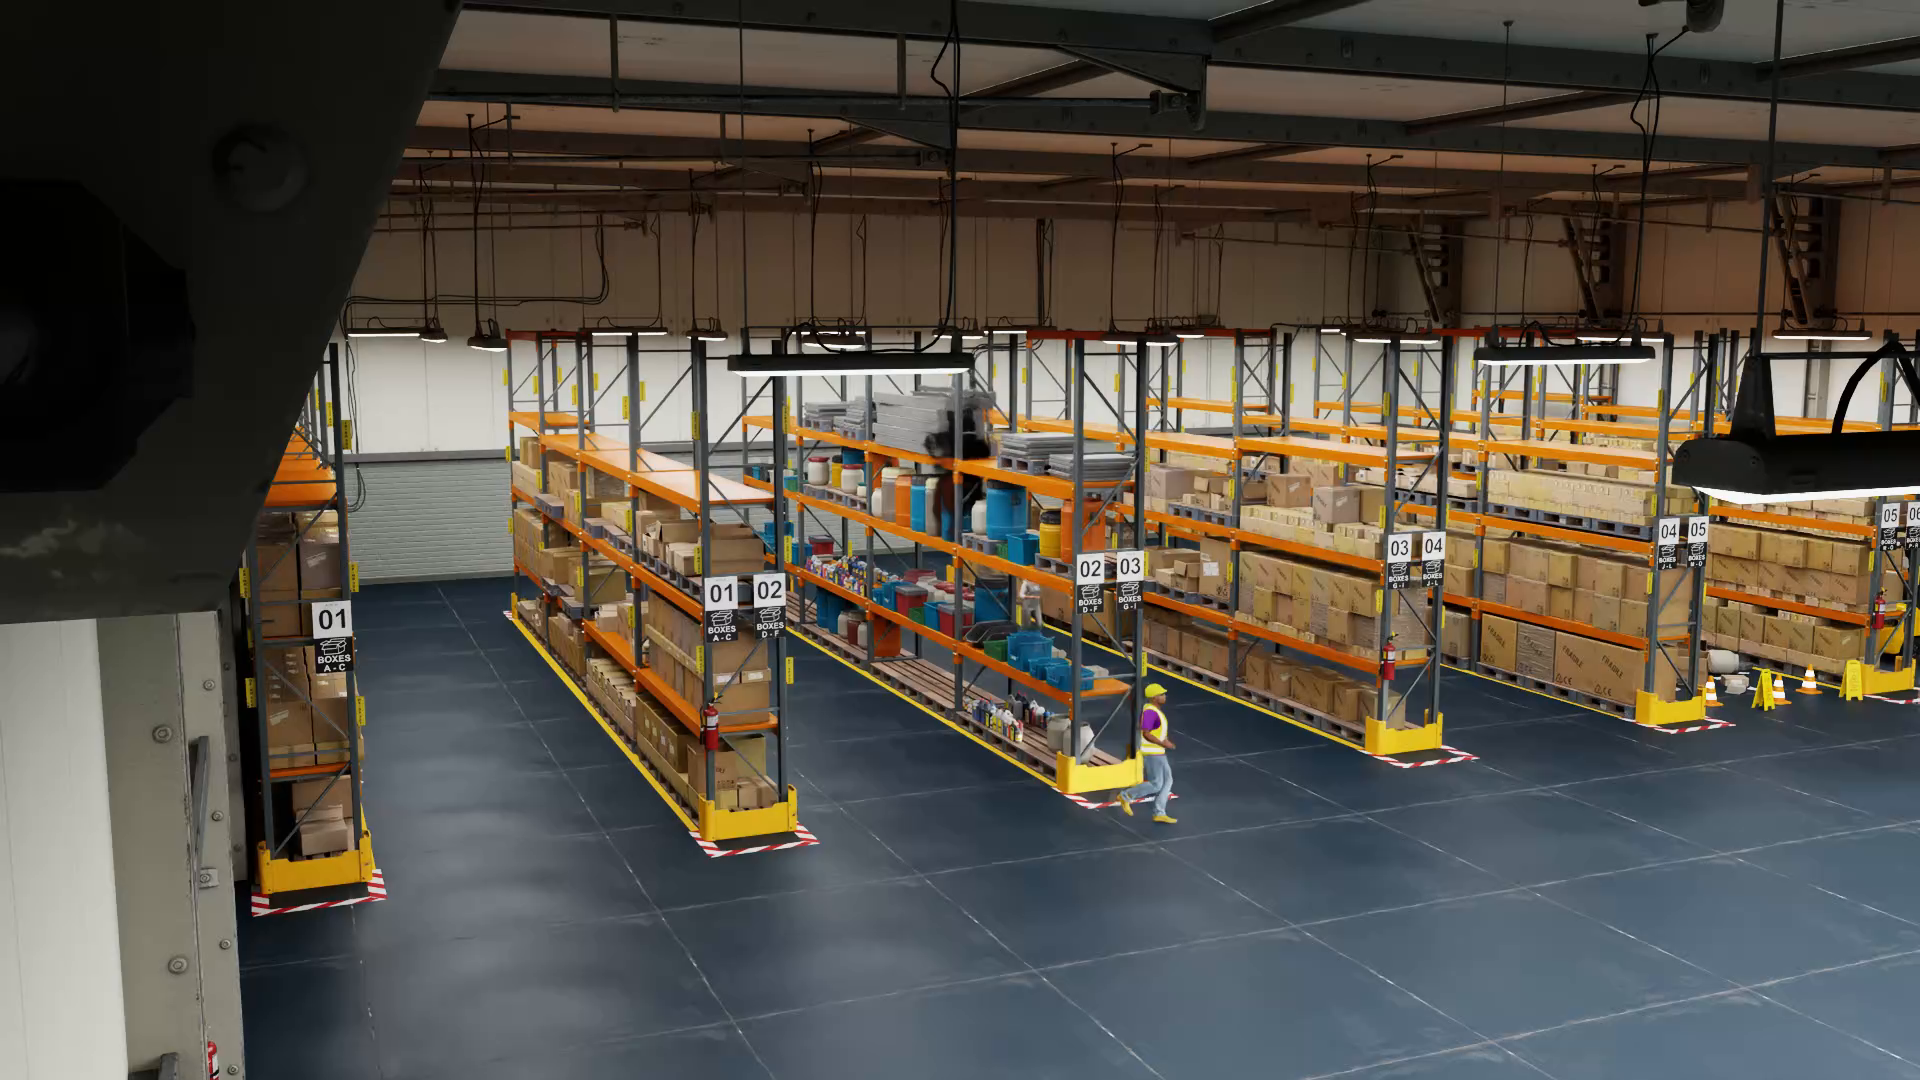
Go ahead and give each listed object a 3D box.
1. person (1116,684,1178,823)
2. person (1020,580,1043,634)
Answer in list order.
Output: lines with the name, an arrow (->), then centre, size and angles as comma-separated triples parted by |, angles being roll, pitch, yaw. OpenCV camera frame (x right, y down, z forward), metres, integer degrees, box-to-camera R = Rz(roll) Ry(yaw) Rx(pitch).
person -> 2.363, 2.660, 20.829 | 0.762, 1.744, 0.715 | 1, 8, 11
person -> 1.309, 1.308, 31.091 | 0.528, 1.628, 0.751 | -4, 9, -27
